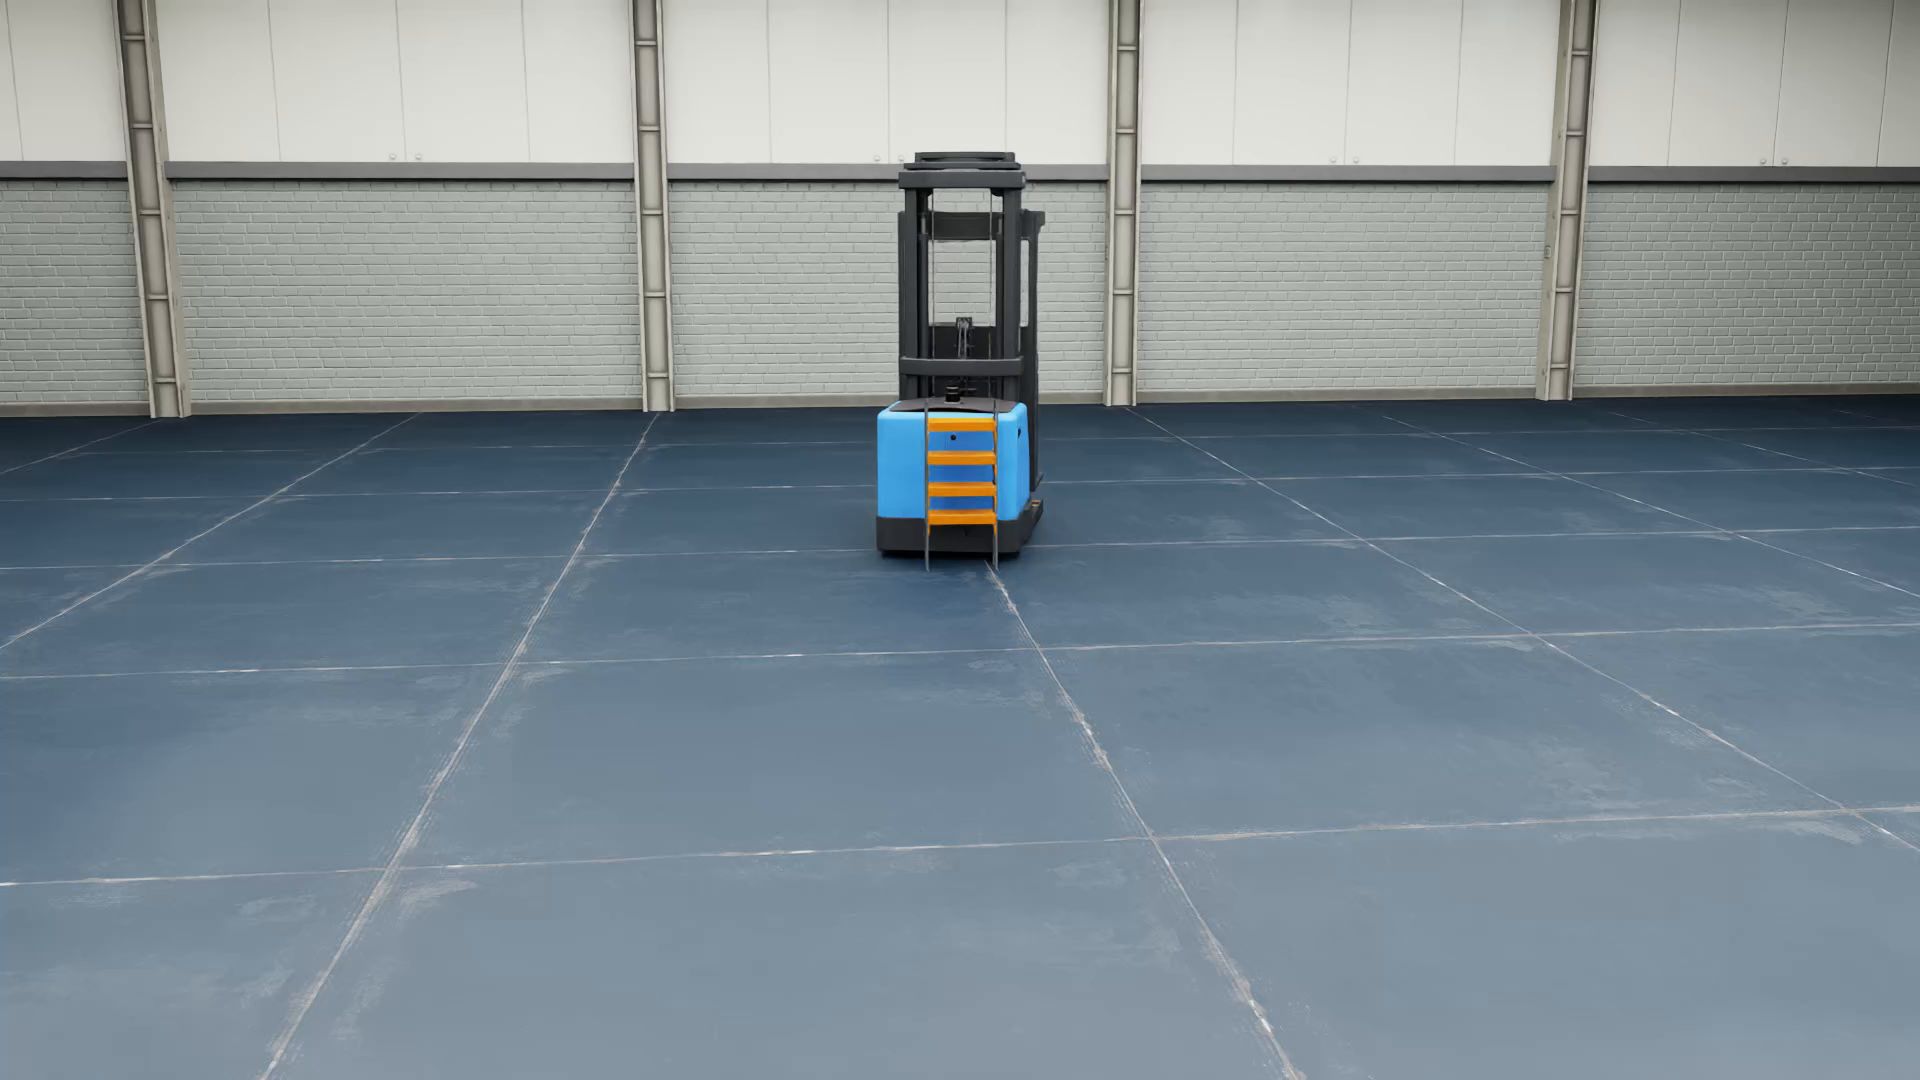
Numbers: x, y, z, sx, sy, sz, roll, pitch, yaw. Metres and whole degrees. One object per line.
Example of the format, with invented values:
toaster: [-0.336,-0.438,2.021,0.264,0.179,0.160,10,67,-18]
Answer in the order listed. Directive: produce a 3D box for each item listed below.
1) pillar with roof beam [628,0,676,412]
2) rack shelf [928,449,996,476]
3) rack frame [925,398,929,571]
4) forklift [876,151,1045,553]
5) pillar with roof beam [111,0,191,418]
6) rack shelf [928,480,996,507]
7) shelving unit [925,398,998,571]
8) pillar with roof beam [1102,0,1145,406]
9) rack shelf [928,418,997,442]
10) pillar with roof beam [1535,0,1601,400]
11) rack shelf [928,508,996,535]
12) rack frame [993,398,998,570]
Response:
pillar with roof beam: [-3.394,-5.258,16.286,0.400,9.000,9.100,-1,11,-6]
rack shelf: [0.008,-0.548,11.736,0.480,0.148,0.258,-1,11,-3]
rack frame: [-0.236,-0.392,11.753,0.015,1.200,0.240,-1,11,-3]
forklift: [0.095,-1.574,13.278,1.130,2.935,3.031,1,11,8]
pillar with roof beam: [-9.359,-5.133,15.650,0.400,9.000,9.100,-1,11,-6]
rack shelf: [0.008,-0.329,11.779,0.480,0.148,0.258,-1,11,-3]
shelving unit: [0.008,-0.395,11.766,0.503,1.200,0.258,-1,11,-3]
pillar with roof beam: [2.571,-5.383,16.922,0.400,9.000,9.100,-1,11,-6]
rack shelf: [0.008,-0.780,11.690,0.480,0.148,0.258,-1,11,-3]
pillar with roof beam: [8.536,-5.508,17.558,0.400,9.000,9.100,-1,11,-6]
rack shelf: [0.008,-0.134,11.817,0.480,0.148,0.258,-1,11,-3]
rack frame: [0.251,-0.397,11.778,0.015,1.200,0.240,-1,11,-3]
